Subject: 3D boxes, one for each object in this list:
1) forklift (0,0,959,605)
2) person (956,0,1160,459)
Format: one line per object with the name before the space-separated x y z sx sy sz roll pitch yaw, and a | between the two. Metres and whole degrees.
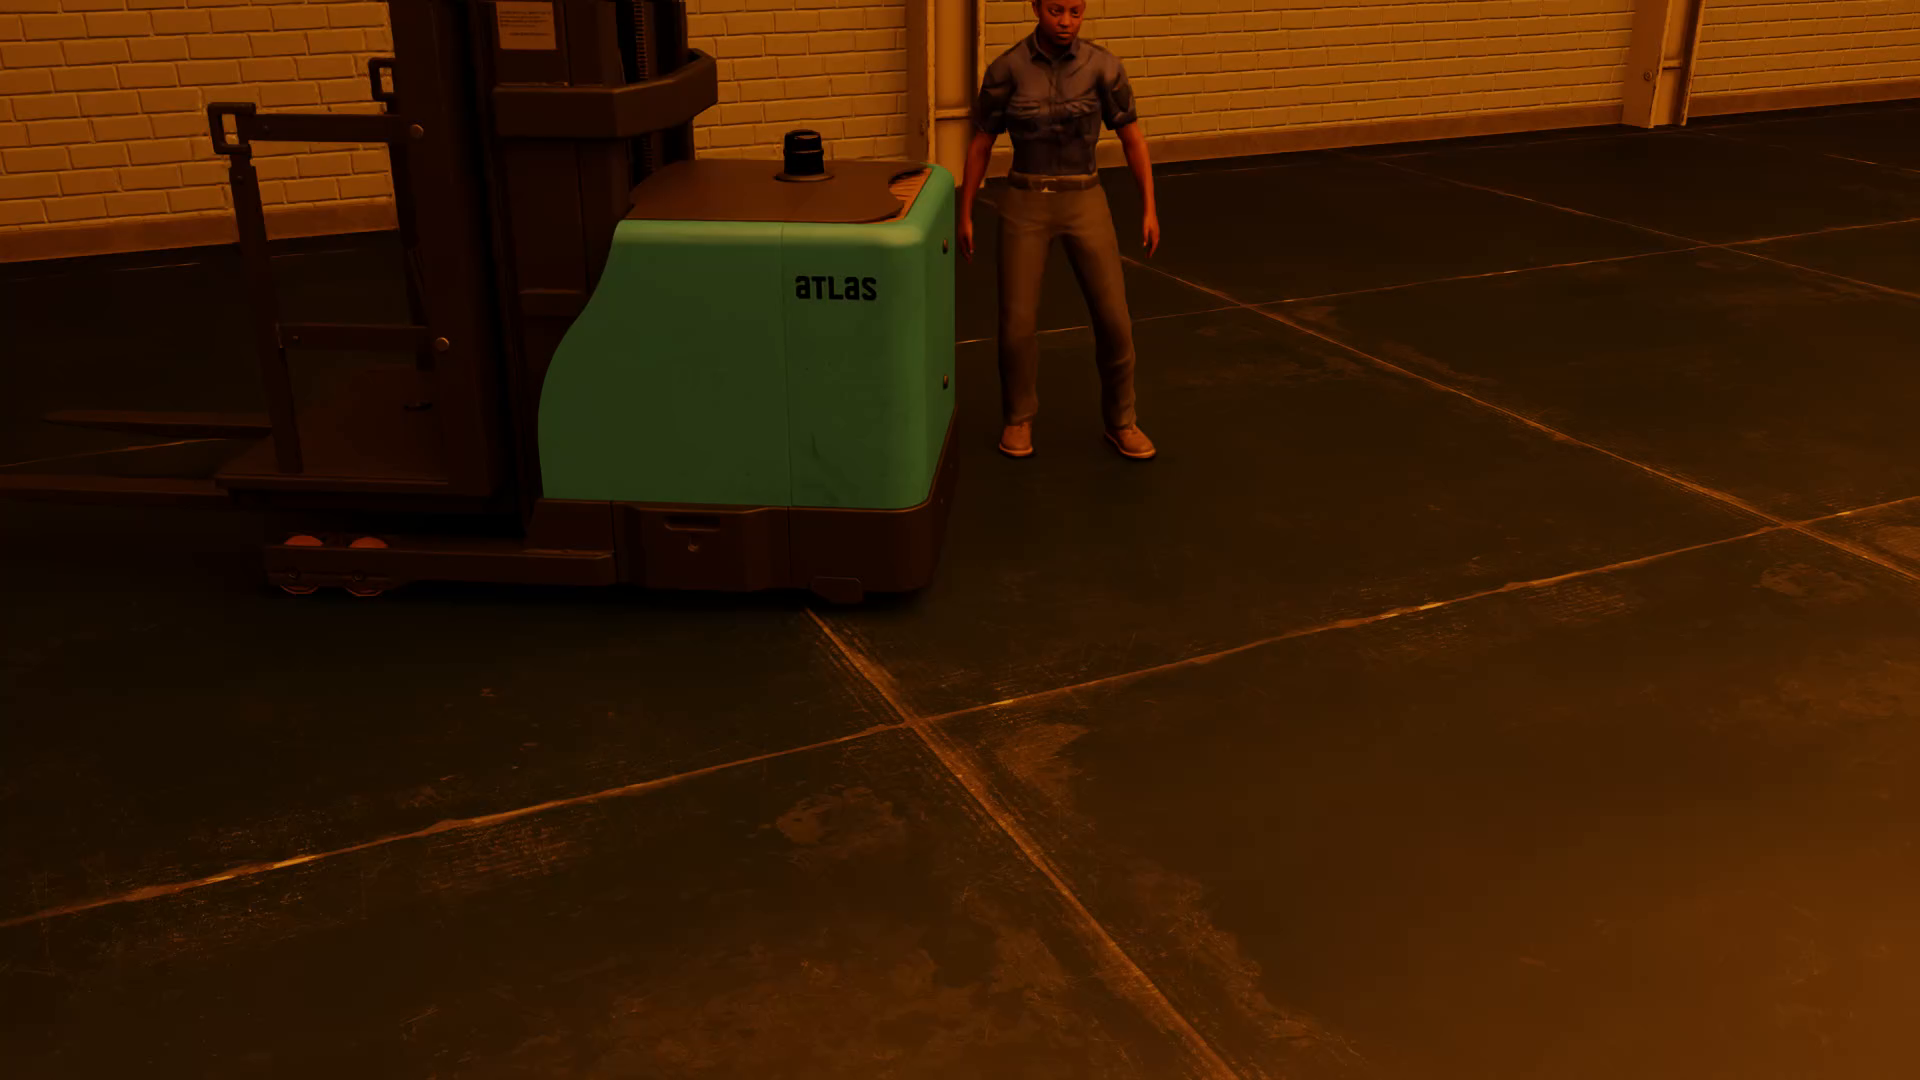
forklift | -1.550 -1.390 4.633 3.031 2.935 1.130 2 23 5
person | 0.336 -1.082 5.589 0.700 1.633 0.322 1 23 2
